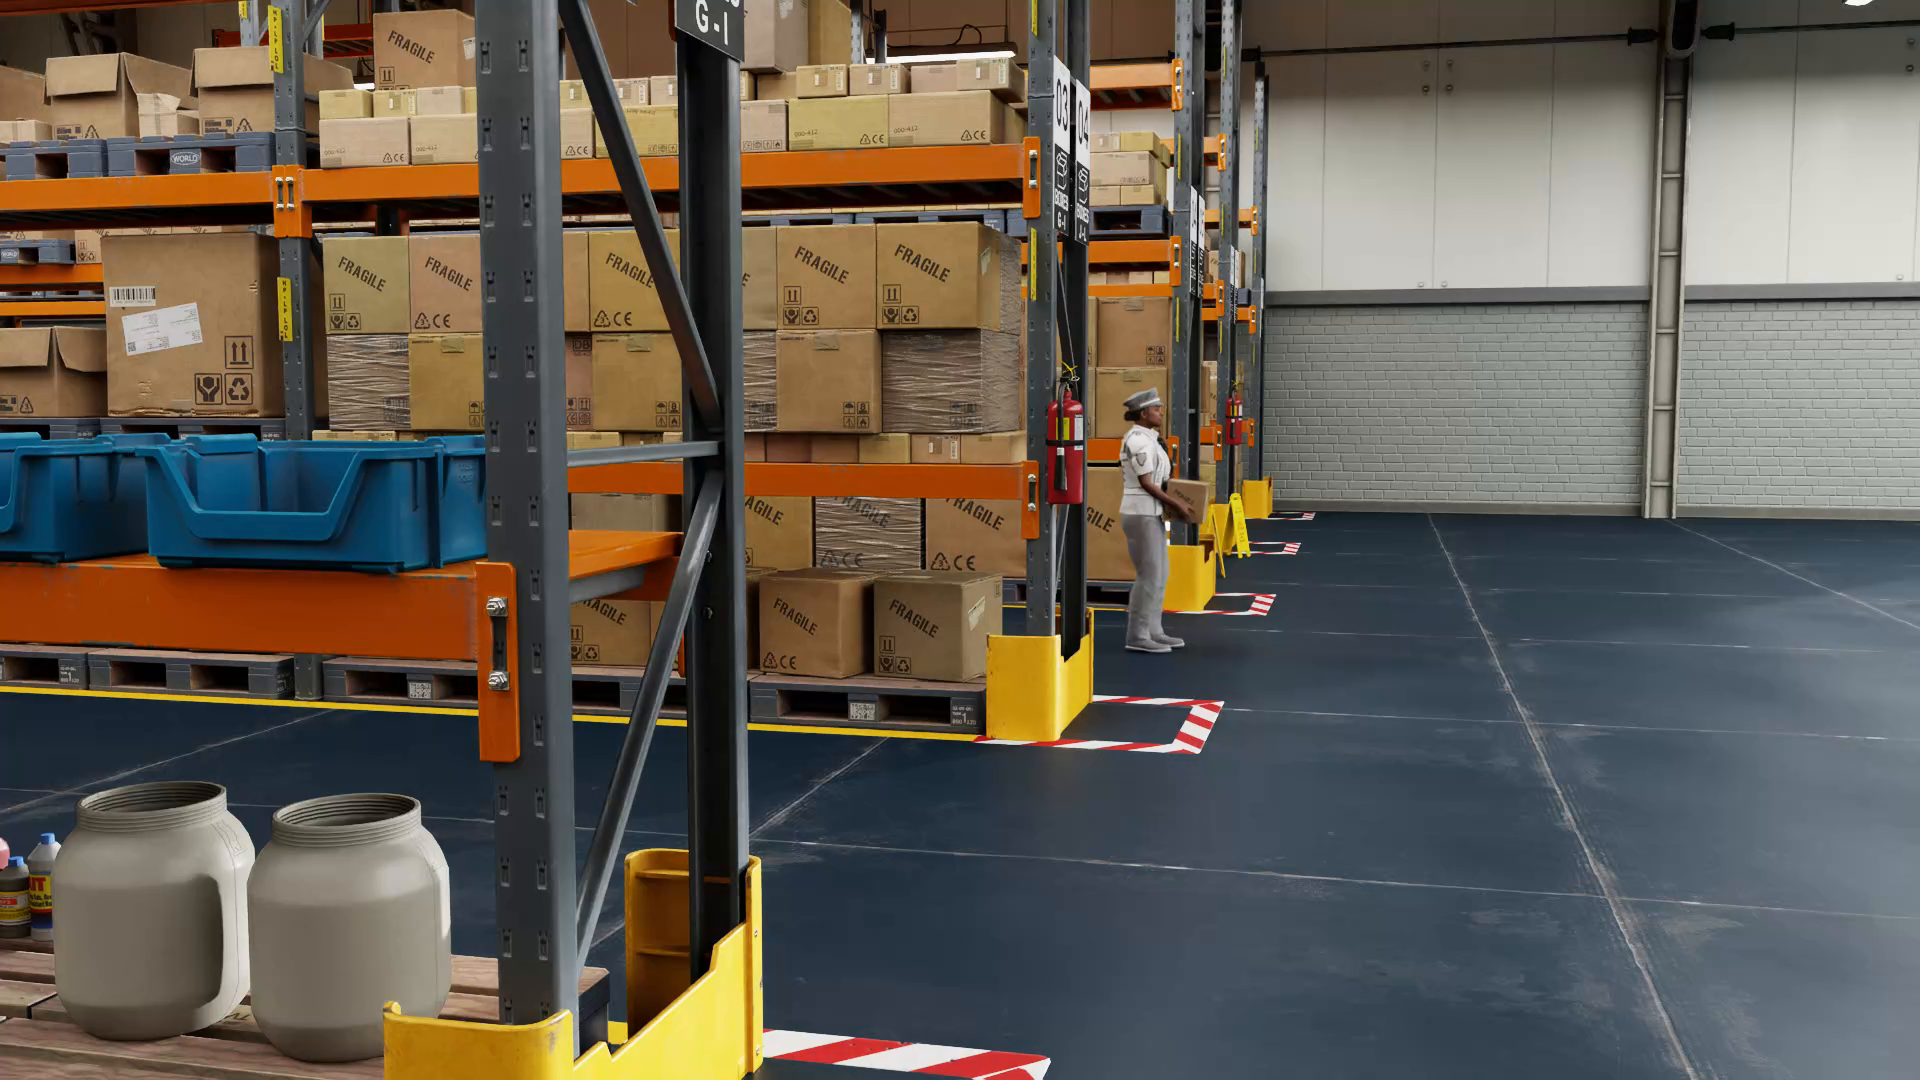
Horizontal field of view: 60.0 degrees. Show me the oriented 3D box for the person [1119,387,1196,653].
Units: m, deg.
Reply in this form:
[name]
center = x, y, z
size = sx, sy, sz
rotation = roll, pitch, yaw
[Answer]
[person]
center = 1.274, -0.135, 10.678
size = 0.503, 1.688, 0.468
rotation = 1, 5, 13
